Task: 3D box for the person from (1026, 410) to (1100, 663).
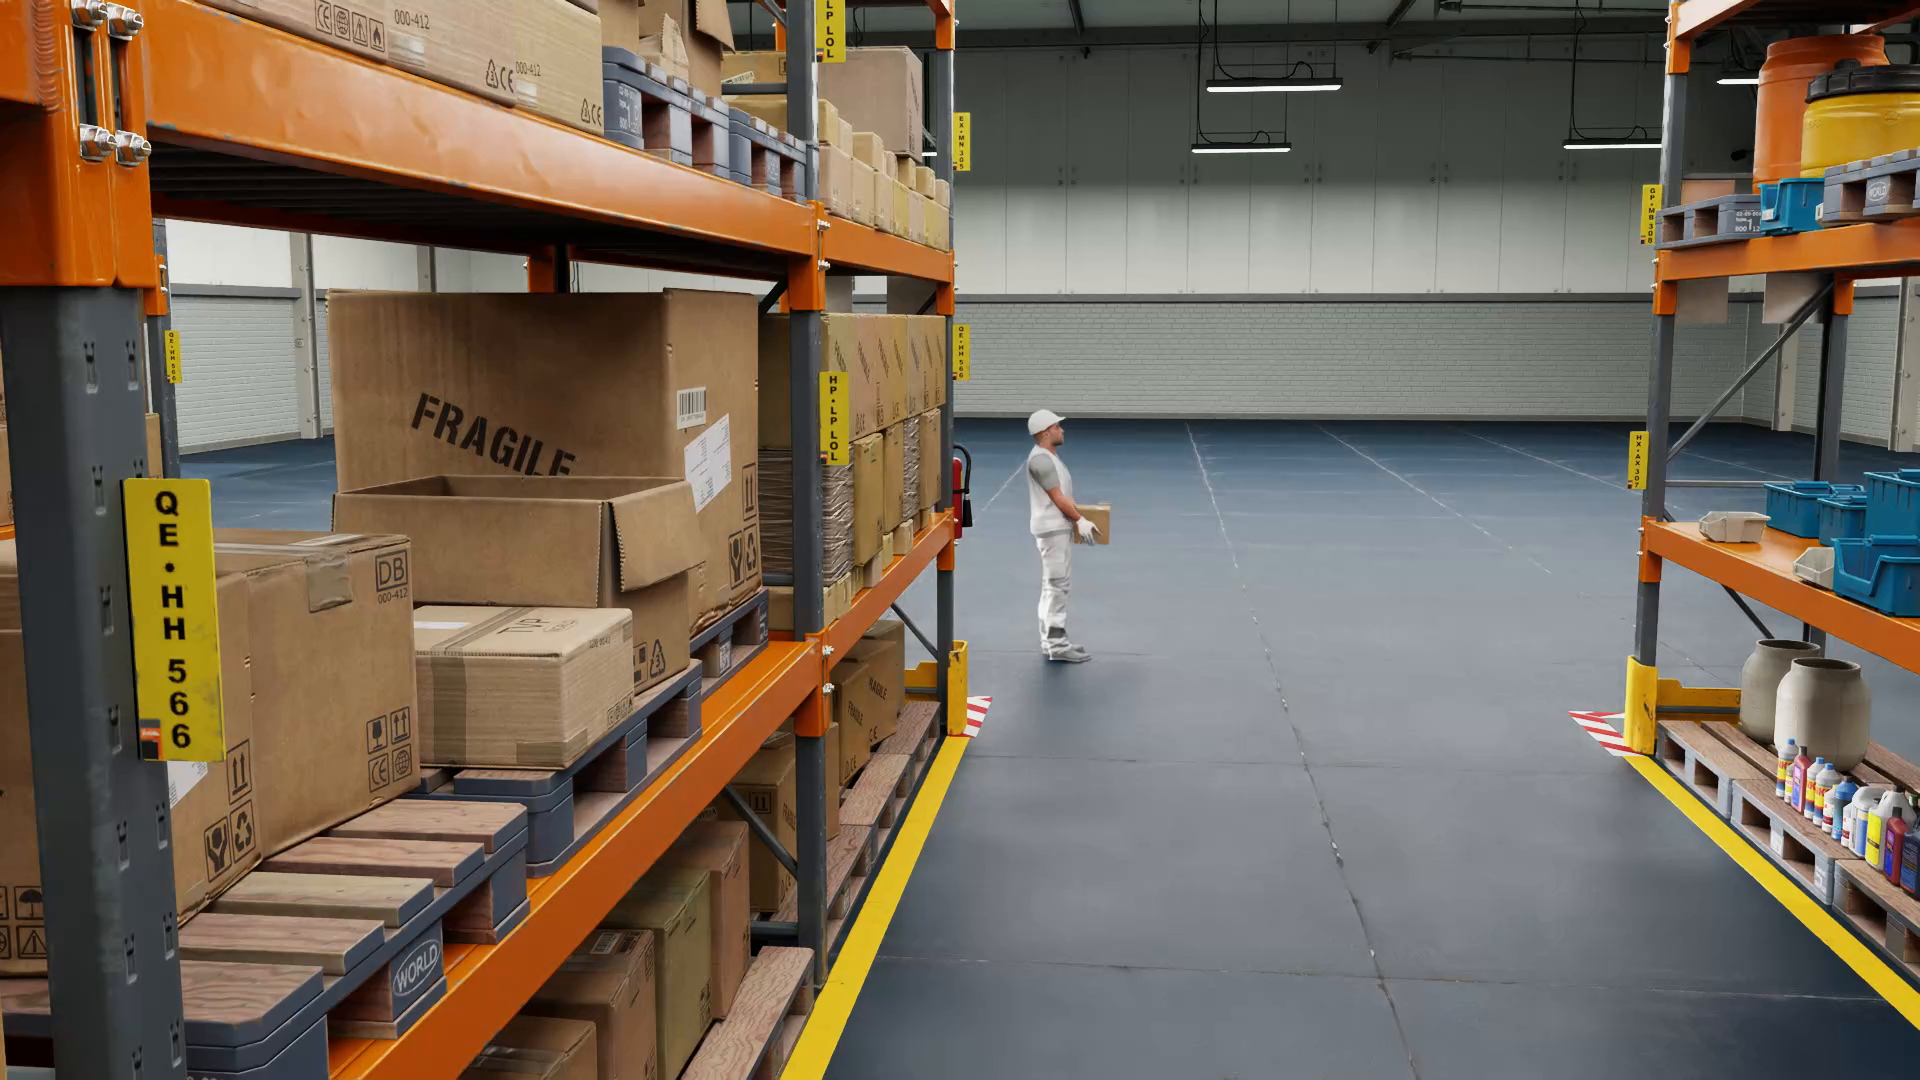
[{"bbox_3d":[0.751,-0.040,11.978,0.534,1.793,0.522,1,8,7],"label":"person"}]
